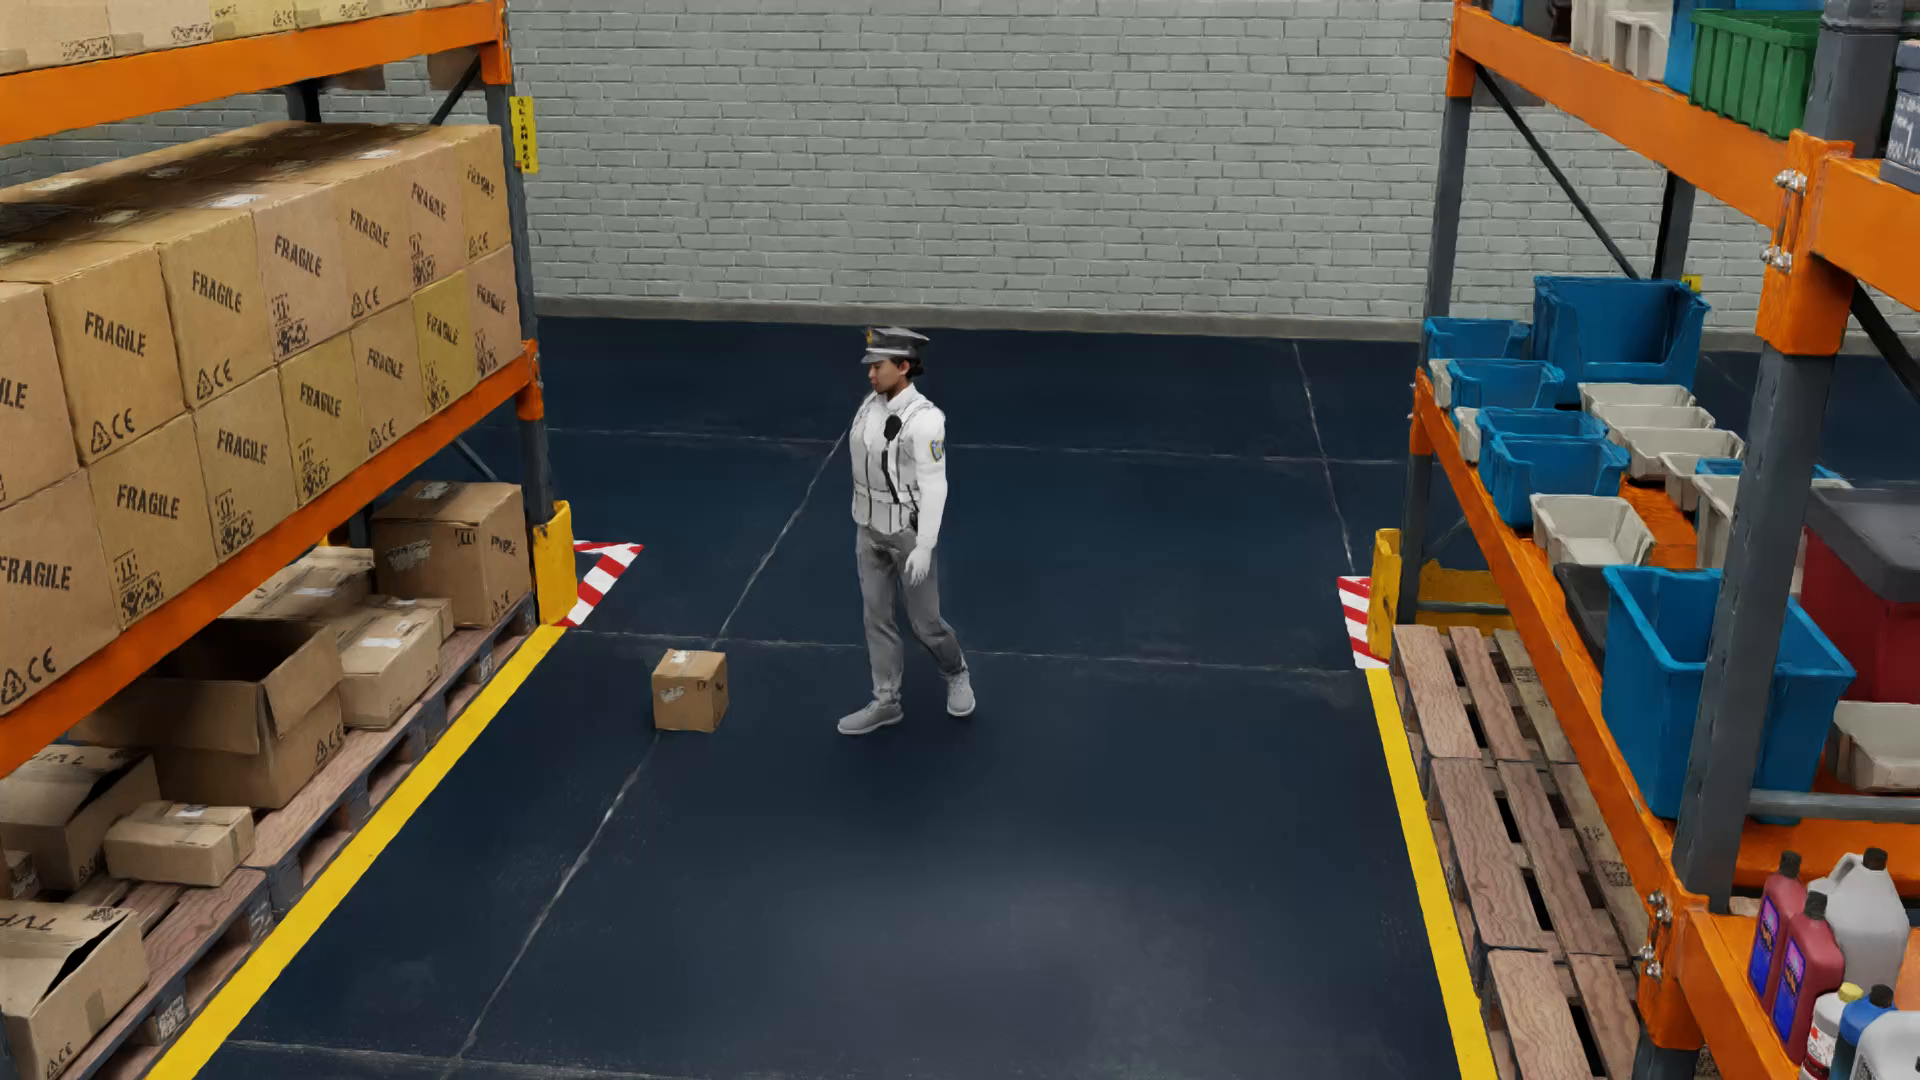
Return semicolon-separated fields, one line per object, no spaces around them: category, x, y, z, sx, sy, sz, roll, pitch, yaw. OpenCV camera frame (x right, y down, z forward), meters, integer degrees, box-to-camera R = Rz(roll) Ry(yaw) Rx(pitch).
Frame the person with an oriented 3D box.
person;-0.224;-0.039;6.659;0.602;1.676;0.539;-19;28;-40
